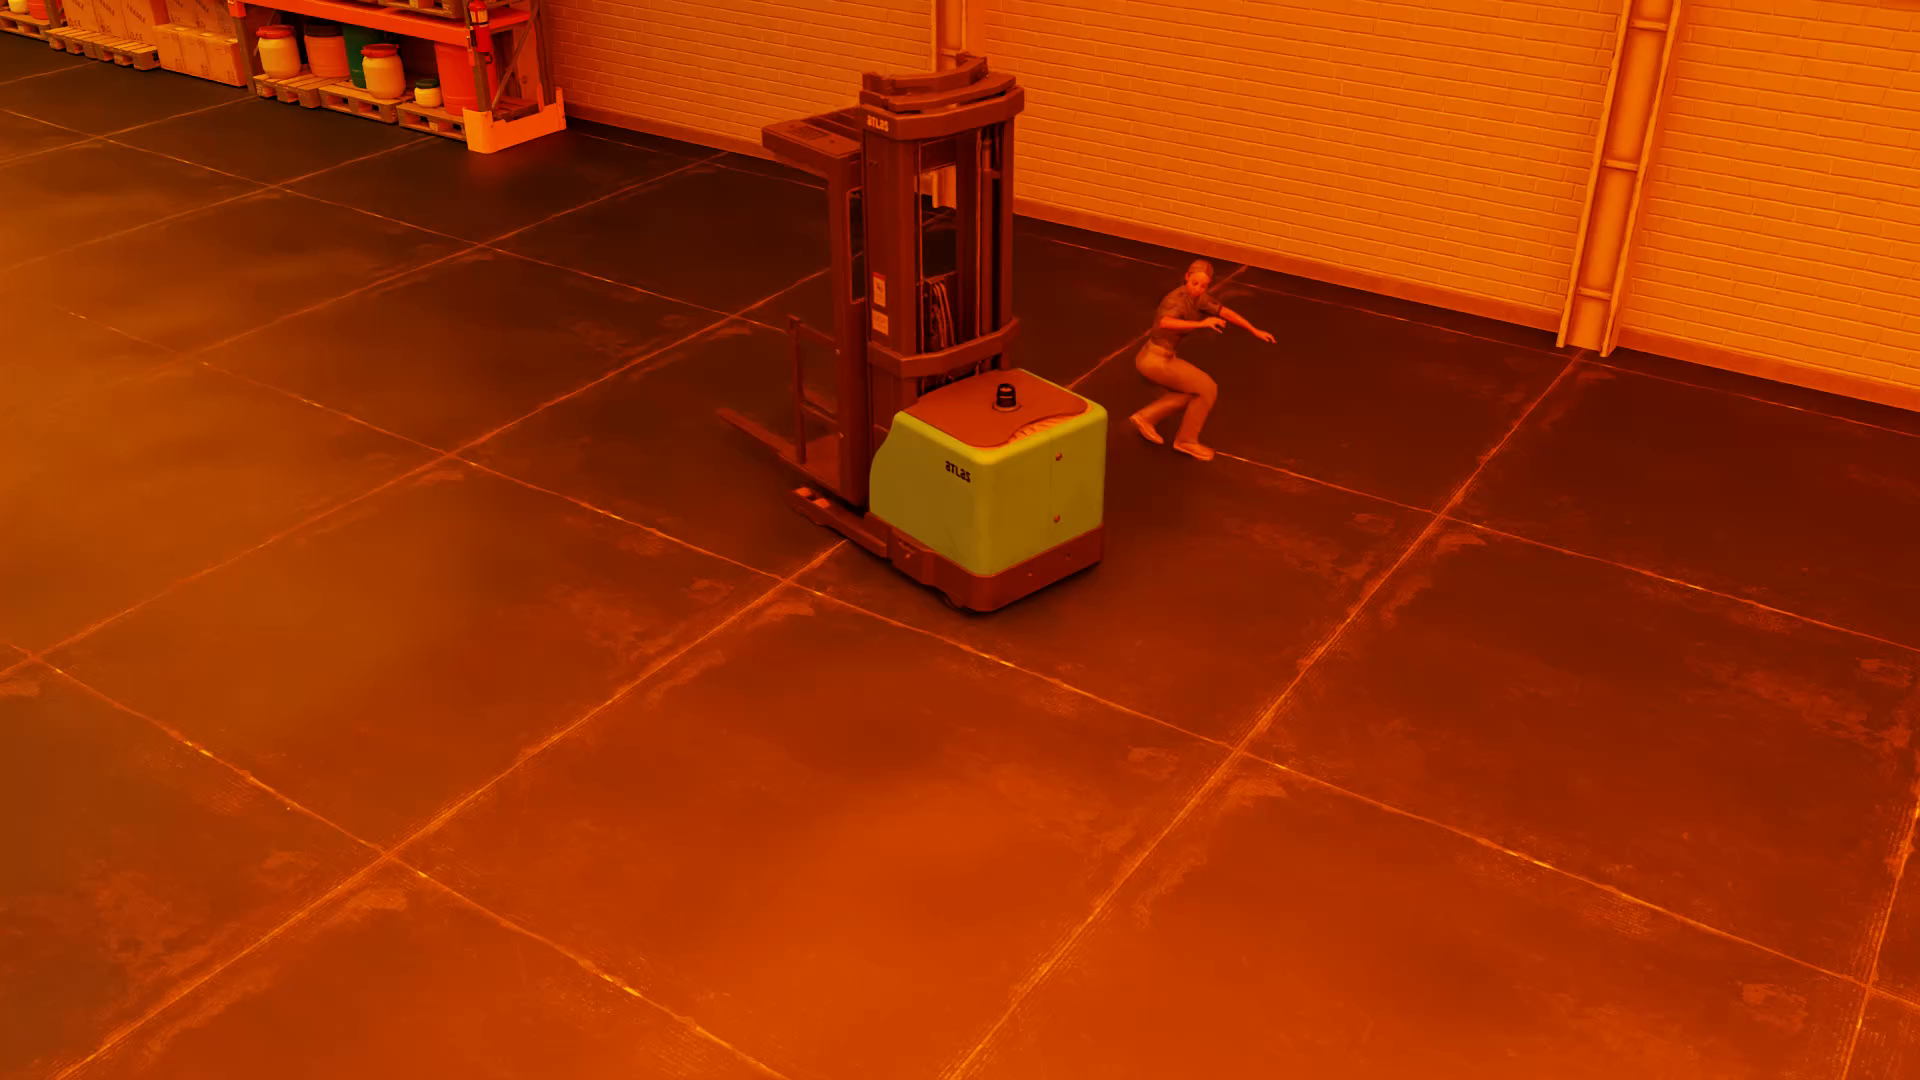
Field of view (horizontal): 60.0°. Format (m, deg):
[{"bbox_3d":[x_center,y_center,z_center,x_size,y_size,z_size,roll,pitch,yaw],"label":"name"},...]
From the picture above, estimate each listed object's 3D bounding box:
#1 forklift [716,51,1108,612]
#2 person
[{"bbox_3d":[-0.464,-1.512,10.186,1.130,2.935,3.031,-23,38,-34],"label":"forklift"},{"bbox_3d":[1.661,-1.207,11.218,0.950,1.385,0.690,2,30,4],"label":"person"}]
